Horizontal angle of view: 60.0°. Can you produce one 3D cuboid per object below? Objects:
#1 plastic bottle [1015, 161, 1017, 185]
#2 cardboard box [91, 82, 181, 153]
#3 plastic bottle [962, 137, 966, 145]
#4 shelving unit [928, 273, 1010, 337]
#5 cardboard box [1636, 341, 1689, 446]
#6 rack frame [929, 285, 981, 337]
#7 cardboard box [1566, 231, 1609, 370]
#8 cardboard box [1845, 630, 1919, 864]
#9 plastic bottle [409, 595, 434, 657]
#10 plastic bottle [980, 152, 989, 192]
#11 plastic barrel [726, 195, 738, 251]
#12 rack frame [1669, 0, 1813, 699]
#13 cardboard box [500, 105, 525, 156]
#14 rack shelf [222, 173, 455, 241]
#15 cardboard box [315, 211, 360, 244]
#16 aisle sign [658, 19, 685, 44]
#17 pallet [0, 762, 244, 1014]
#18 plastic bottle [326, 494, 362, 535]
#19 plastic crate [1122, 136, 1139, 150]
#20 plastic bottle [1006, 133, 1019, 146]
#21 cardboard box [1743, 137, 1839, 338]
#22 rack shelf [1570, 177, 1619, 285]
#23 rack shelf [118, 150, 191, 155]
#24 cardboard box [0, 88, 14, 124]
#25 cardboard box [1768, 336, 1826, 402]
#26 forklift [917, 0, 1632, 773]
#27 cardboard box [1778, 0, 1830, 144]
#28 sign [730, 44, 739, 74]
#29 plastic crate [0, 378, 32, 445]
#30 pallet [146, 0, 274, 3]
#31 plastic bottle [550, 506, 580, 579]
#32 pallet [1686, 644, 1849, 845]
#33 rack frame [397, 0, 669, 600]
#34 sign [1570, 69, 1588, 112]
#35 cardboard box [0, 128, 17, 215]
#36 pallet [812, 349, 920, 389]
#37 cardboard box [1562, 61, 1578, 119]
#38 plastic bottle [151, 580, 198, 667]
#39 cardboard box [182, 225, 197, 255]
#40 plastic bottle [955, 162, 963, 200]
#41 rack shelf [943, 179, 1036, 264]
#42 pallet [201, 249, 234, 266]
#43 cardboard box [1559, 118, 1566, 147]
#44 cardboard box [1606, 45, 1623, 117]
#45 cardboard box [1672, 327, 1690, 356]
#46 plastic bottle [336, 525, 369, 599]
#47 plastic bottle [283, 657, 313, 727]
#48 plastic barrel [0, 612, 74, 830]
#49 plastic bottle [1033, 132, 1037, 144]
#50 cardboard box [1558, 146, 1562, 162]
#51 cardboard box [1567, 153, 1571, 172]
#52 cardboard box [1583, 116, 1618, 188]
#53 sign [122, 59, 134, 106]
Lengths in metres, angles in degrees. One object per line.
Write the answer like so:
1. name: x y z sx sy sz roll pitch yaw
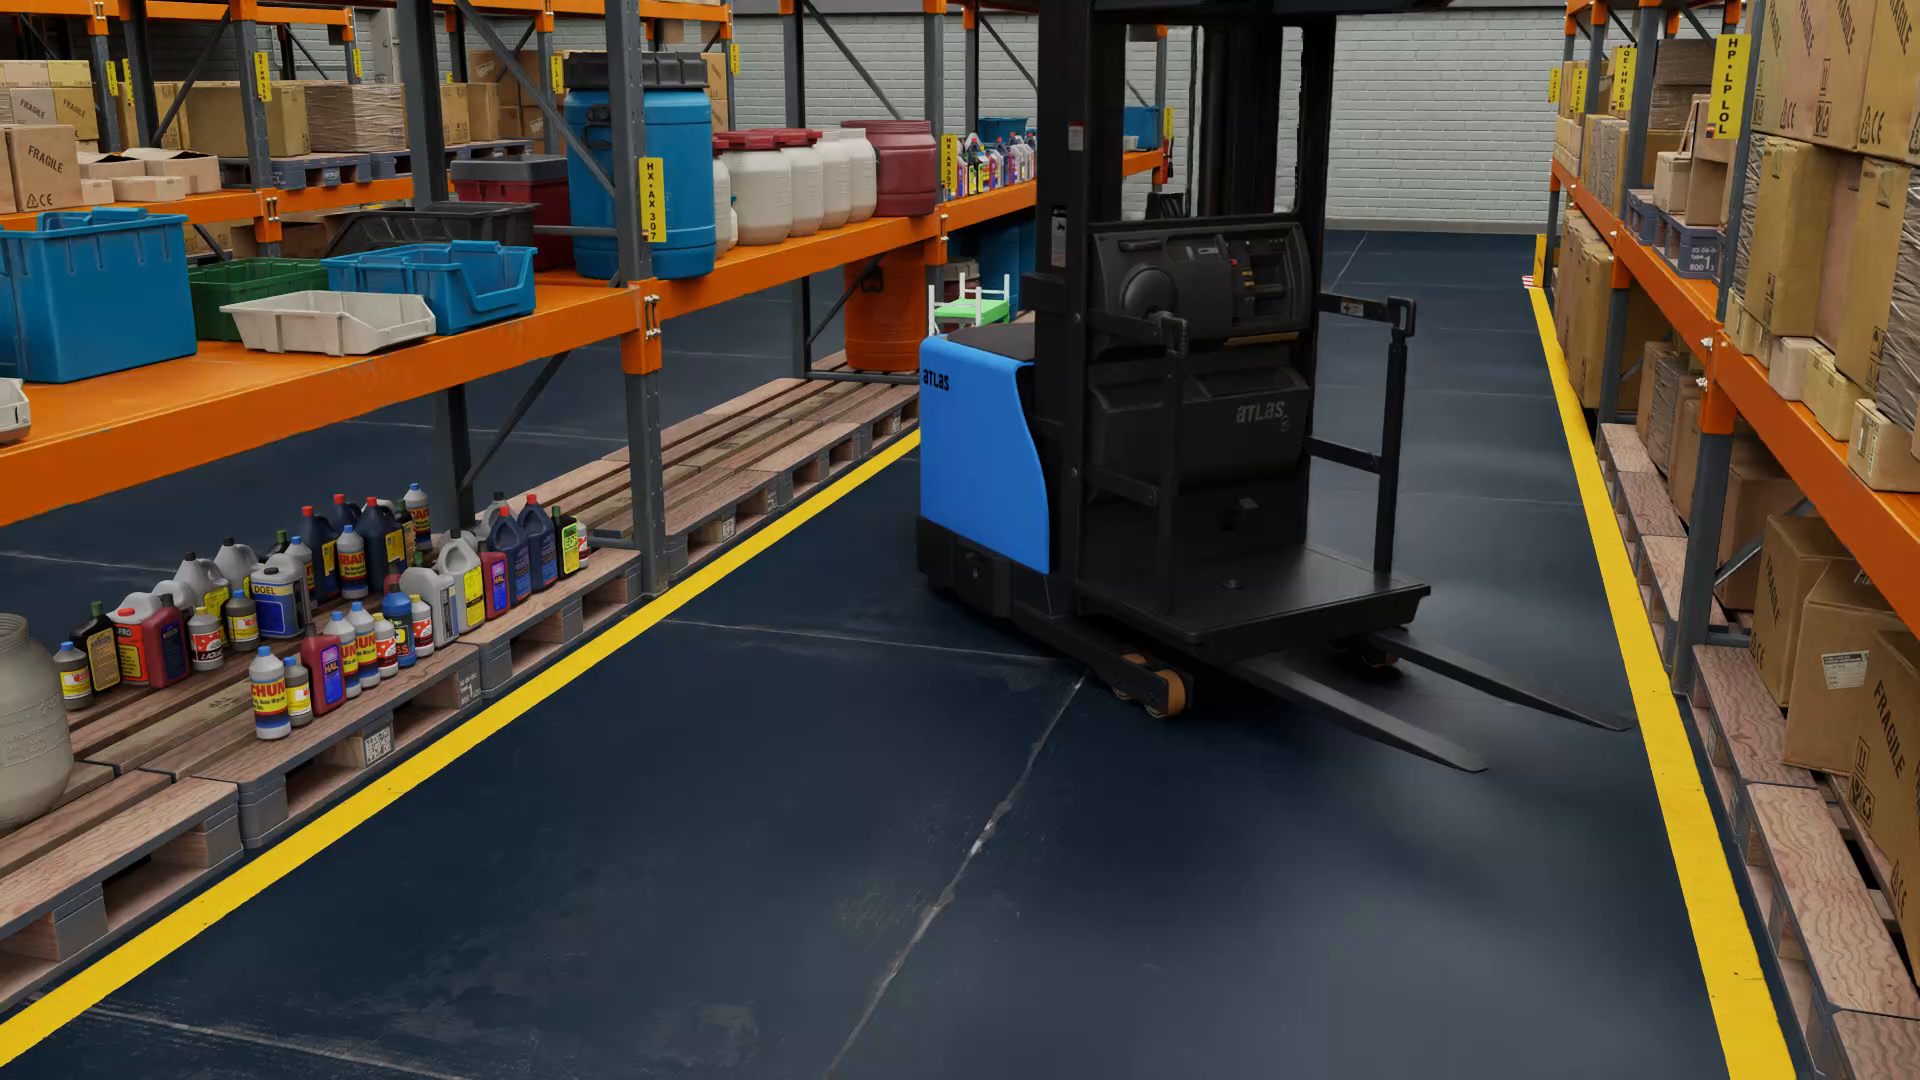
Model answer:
1. plastic bottle: 0.380 -2.763 12.436 0.097 0.201 0.097 0 16 0
2. cardboard box: -8.788 -4.395 17.279 0.980 0.700 0.700 5 17 17
3. plastic bottle: 0.027 -3.223 13.910 0.061 0.283 0.133 5 16 16
4. shelving unit: 0.047 -0.621 7.818 0.258 1.200 0.503 5 16 16
5. cardboard box: 3.981 -0.744 8.729 0.700 0.500 0.500 4 16 13
6. rack frame: -0.022 -0.557 7.593 0.240 1.200 0.015 5 16 16
7. cardboard box: 4.629 -1.503 10.755 1.225 0.875 0.875 5 16 16
8. cardboard box: 2.607 0.556 4.183 0.500 0.500 0.500 3 16 11
9. plastic bottle: -1.843 0.286 5.645 0.097 0.201 0.097 0 16 0
10. plastic bottle: 0.158 -2.592 11.706 0.097 0.271 0.097 0 16 0
11. plastic barrel: -1.210 -1.517 7.934 0.301 0.262 0.301 0 16 0
12. rack frame: 3.016 -0.865 5.382 1.000 3.000 0.127 5 16 16
13. cardboard box: -4.312 -3.926 15.991 0.500 0.500 0.500 5 17 17
14. rack shelf: -4.776 -2.858 13.726 1.077 0.370 4.000 5 16 16
15. cardboard box: -5.005 -2.597 13.887 0.500 0.250 0.500 4 16 15
16. aisle sign: -3.333 -6.065 18.951 0.394 0.787 0.004 5 16 16
17. pallet: -2.657 0.903 4.258 1.003 0.211 1.213 5 16 16
18. plastic bottle: -2.360 -0.007 6.407 0.144 0.351 0.185 5 17 17
19. plastic crate: 1.619 -4.063 17.031 0.396 0.136 0.243 5 16 16
20. plastic bottle: 0.402 -3.015 13.054 0.144 0.351 0.185 5 16 16
21. cardboard box: 2.653 -0.815 4.478 0.875 0.500 0.500 5 16 16
22. rack shelf: 4.721 -2.089 11.015 1.077 0.370 4.000 5 16 16
23. rack shelf: -8.390 -4.288 18.767 1.077 0.370 4.000 5 16 16
24. cardboard box: -9.134 -3.906 15.338 0.500 0.500 0.500 5 16 16
25. cardboard box: 2.366 -0.451 4.383 0.380 0.149 0.250 5 16 16
26. forklift: 0.988 -0.943 5.784 1.130 2.935 3.031 -9 18 -29
27. cardboard box: 2.503 -1.308 4.384 0.500 0.500 0.500 5 16 16
28. sign: -2.545 -5.435 18.791 0.100 0.325 0.005 5 16 16
29. plastic crate: -2.307 -0.285 3.820 0.298 0.136 0.250 5 16 16
30. pallet: -8.367 -6.042 18.300 1.003 0.211 1.213 5 16 16
31. plastic bottle: -1.554 -0.003 6.513 0.061 0.283 0.133 5 17 19
32. pallet: 2.859 0.655 5.134 1.003 0.211 1.213 5 16 16
33. rack frame: -1.733 -1.249 6.736 1.000 3.000 0.127 5 16 16
34. sign: 4.756 -3.455 12.783 0.100 0.325 0.005 5 16 16
35. cardboard box: -5.955 -2.151 9.732 0.500 0.500 0.500 5 16 16
36. pallet: -0.412 -1.164 11.545 1.003 0.211 1.213 5 16 16
37. cardboard box: 5.747 -4.065 15.019 0.500 0.500 0.500 4 16 14
38. plastic bottle: -2.631 0.281 5.525 0.152 0.276 0.135 4 16 14
39. cardboard box: -8.647 -3.298 17.769 0.700 0.500 0.500 5 17 17
40. plastic bottle: -0.026 -2.410 11.043 0.061 0.283 0.133 5 16 16
41. rack shelf: -0.028 -2.473 12.369 1.077 0.370 4.000 5 16 16
42. pallet: -8.322 -3.282 19.013 1.003 0.211 1.213 5 16 16
43. cardboard box: 5.743 -3.703 15.118 0.500 0.250 0.500 4 16 14
44. cardboard box: 5.115 -3.321 12.019 0.797 0.503 0.637 4 16 14
45. cardboard box: 3.991 -1.104 8.624 0.500 0.250 0.500 5 17 18
46. plastic bottle: -2.286 0.078 6.251 0.097 0.271 0.097 0 16 0
47. plastic bottle: -2.026 0.455 5.051 0.097 0.201 0.097 0 16 0
48. plastic barrel: -2.614 0.483 4.419 0.421 0.512 0.421 0 16 0
49. plastic bottle: 0.593 -3.053 13.185 0.144 0.351 0.185 5 16 16
50. cardboard box: 5.718 -3.547 15.299 0.380 0.149 0.250 4 16 15
51. cardboard box: 5.281 -3.144 13.878 0.380 0.149 0.250 5 17 17
52. cardboard box: 4.777 -2.774 11.928 0.500 0.500 0.500 5 16 16
53. sign: -5.867 -3.239 11.776 0.100 0.325 0.005 5 16 16
